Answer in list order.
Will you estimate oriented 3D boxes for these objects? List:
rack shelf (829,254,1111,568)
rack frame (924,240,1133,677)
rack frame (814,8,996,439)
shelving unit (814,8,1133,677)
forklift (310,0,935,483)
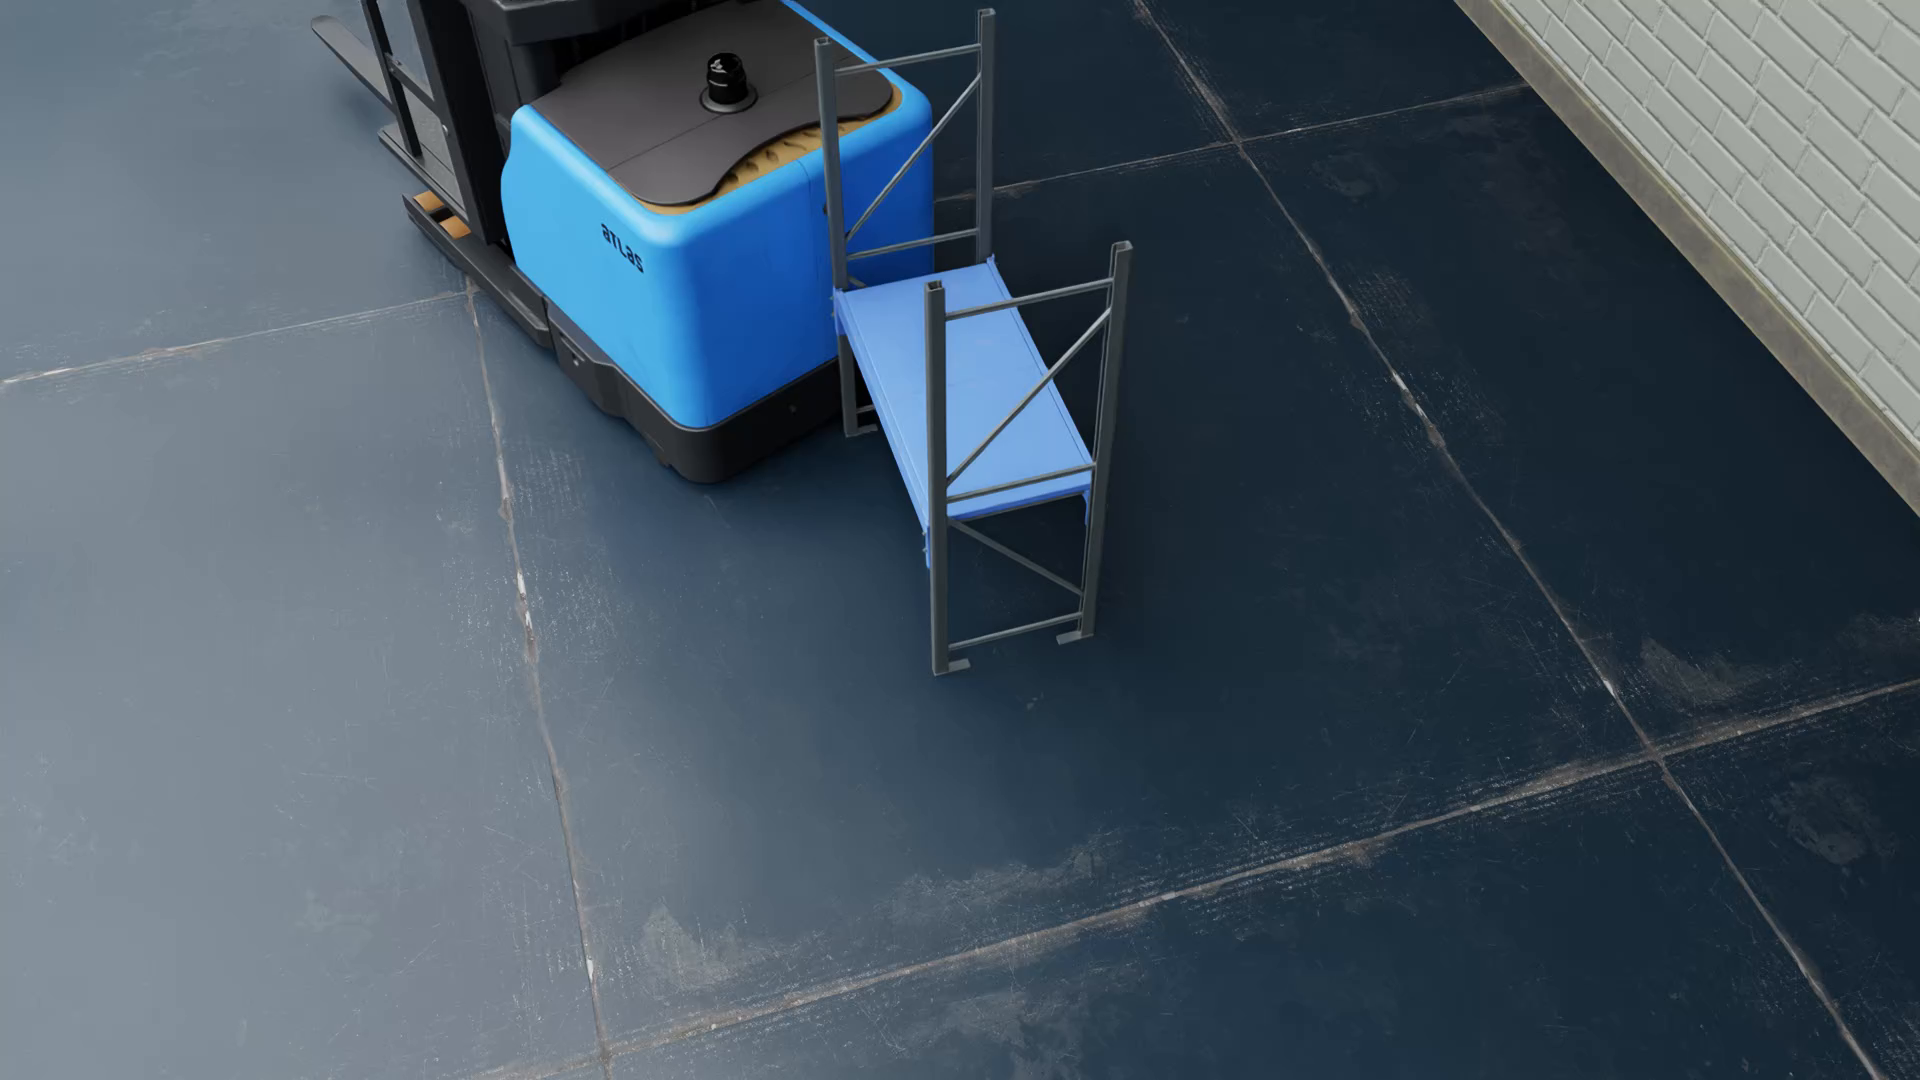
[{"bbox_3d":[0.008,-0.402,4.844,0.538,0.185,1.000,-13,51,-11],"label":"rack shelf"},{"bbox_3d":[0.160,-0.148,4.393,0.500,1.500,0.032,-13,51,-11],"label":"rack frame"},{"bbox_3d":[-0.145,-0.889,5.019,0.500,1.500,0.032,-13,51,-11],"label":"rack frame"},{"bbox_3d":[0.008,-0.518,4.706,0.538,1.500,1.048,-13,51,-11],"label":"shelving unit"},{"bbox_3d":[-1.402,-2.188,5.178,1.130,2.935,3.031,-33,57,-25],"label":"forklift"}]
